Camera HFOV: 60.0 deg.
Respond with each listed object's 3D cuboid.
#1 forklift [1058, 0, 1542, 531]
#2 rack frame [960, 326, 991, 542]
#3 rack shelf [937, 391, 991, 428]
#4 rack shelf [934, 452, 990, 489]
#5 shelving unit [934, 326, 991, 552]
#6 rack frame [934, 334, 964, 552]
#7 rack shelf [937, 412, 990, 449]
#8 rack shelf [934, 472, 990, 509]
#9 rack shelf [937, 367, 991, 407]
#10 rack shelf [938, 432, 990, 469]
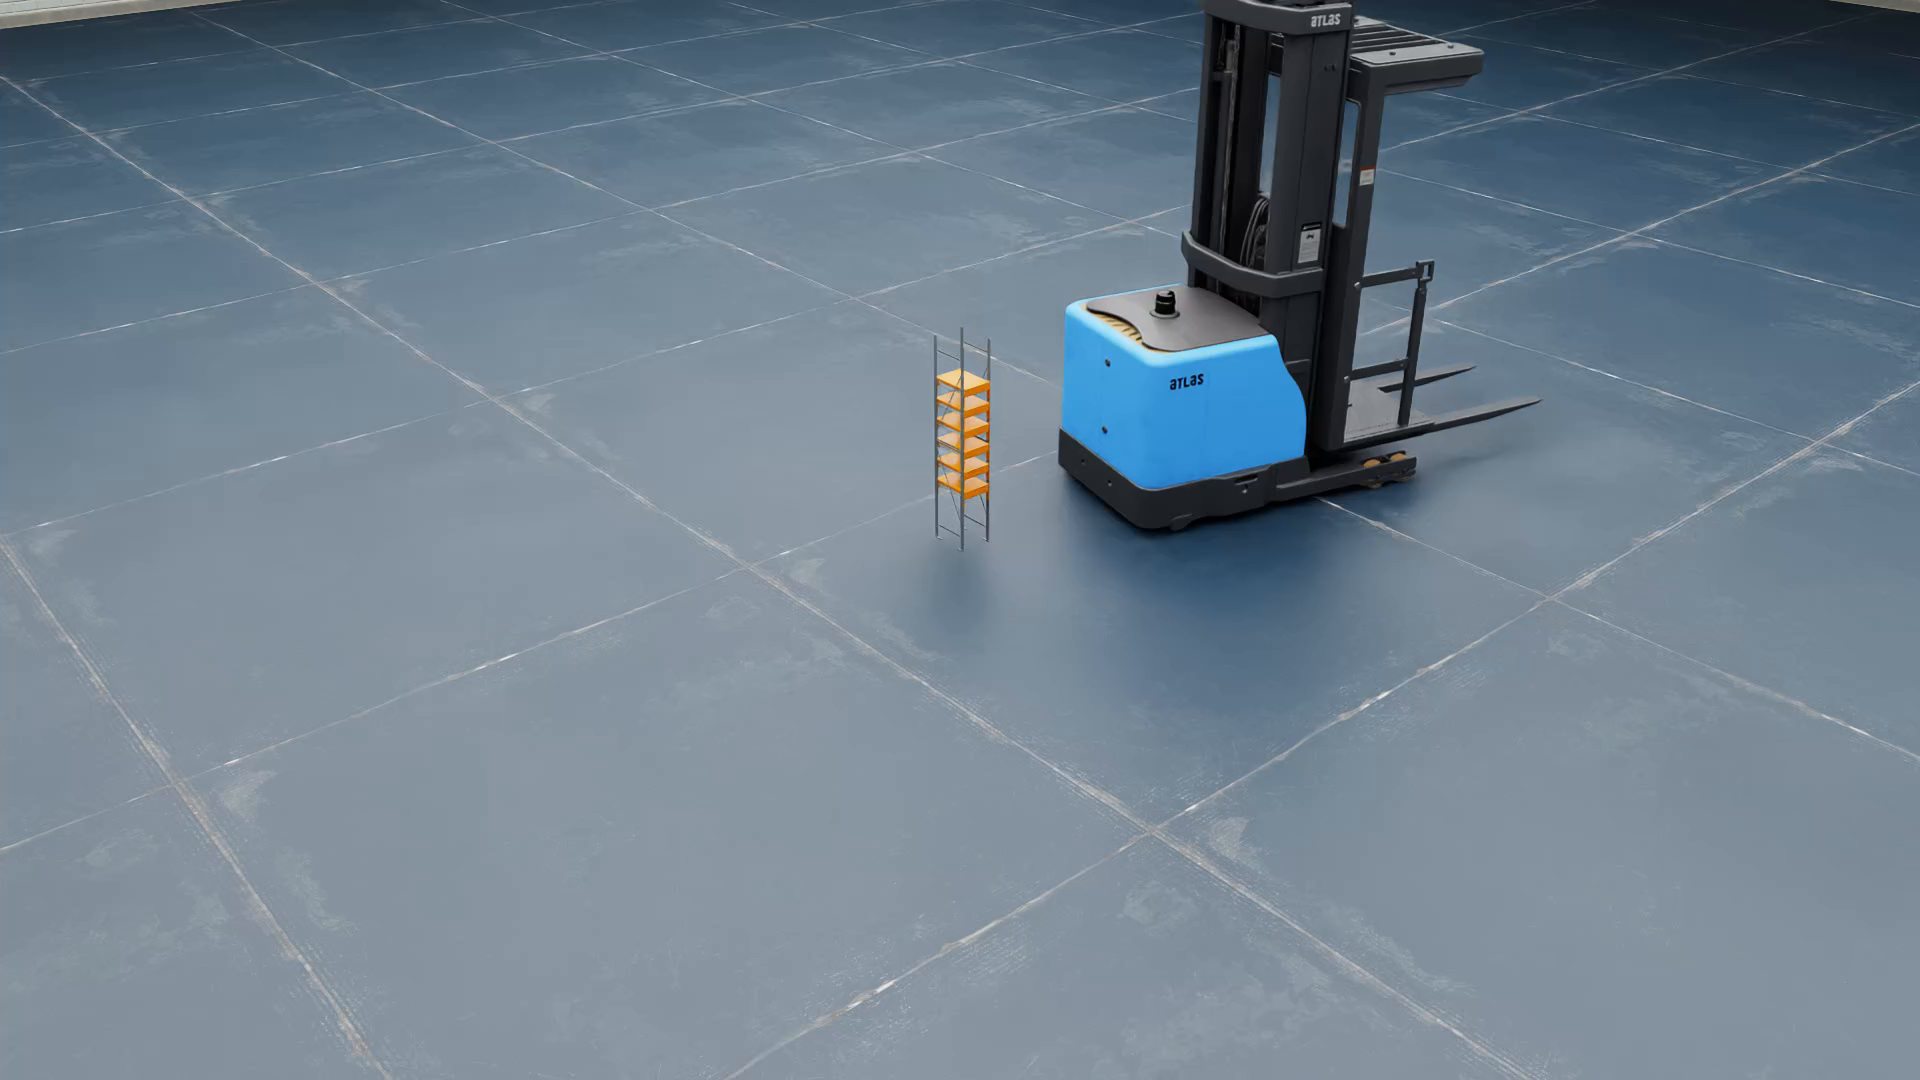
[{"bbox_3d":[2.144,-1.807,9.522,3.031,2.935,1.130,-13,31,-23],"label":"forklift"},{"bbox_3d":[0.081,-0.562,9.028,0.006,1.200,0.240,-22,35,-35],"label":"rack frame"},{"bbox_3d":[0.011,-0.706,8.883,0.180,0.103,0.258,-22,35,-35],"label":"rack shelf"},{"bbox_3d":[0.011,-0.389,9.053,0.180,0.103,0.258,-22,35,-35],"label":"rack shelf"},{"bbox_3d":[0.011,-0.534,8.975,0.189,1.200,0.258,-22,35,-35],"label":"shelving unit"},{"bbox_3d":[-0.059,-0.506,8.923,0.006,1.200,0.240,-22,35,-35],"label":"rack frame"},{"bbox_3d":[0.011,-0.600,8.940,0.180,0.103,0.258,-22,35,-35],"label":"rack shelf"},{"bbox_3d":[0.011,-0.283,9.110,0.180,0.103,0.258,-22,35,-35],"label":"rack shelf"},{"bbox_3d":[0.011,-0.812,8.827,0.180,0.103,0.258,-22,35,-35],"label":"rack shelf"},{"bbox_3d":[0.011,-0.494,8.996,0.180,0.103,0.258,-22,35,-35],"label":"rack shelf"}]
